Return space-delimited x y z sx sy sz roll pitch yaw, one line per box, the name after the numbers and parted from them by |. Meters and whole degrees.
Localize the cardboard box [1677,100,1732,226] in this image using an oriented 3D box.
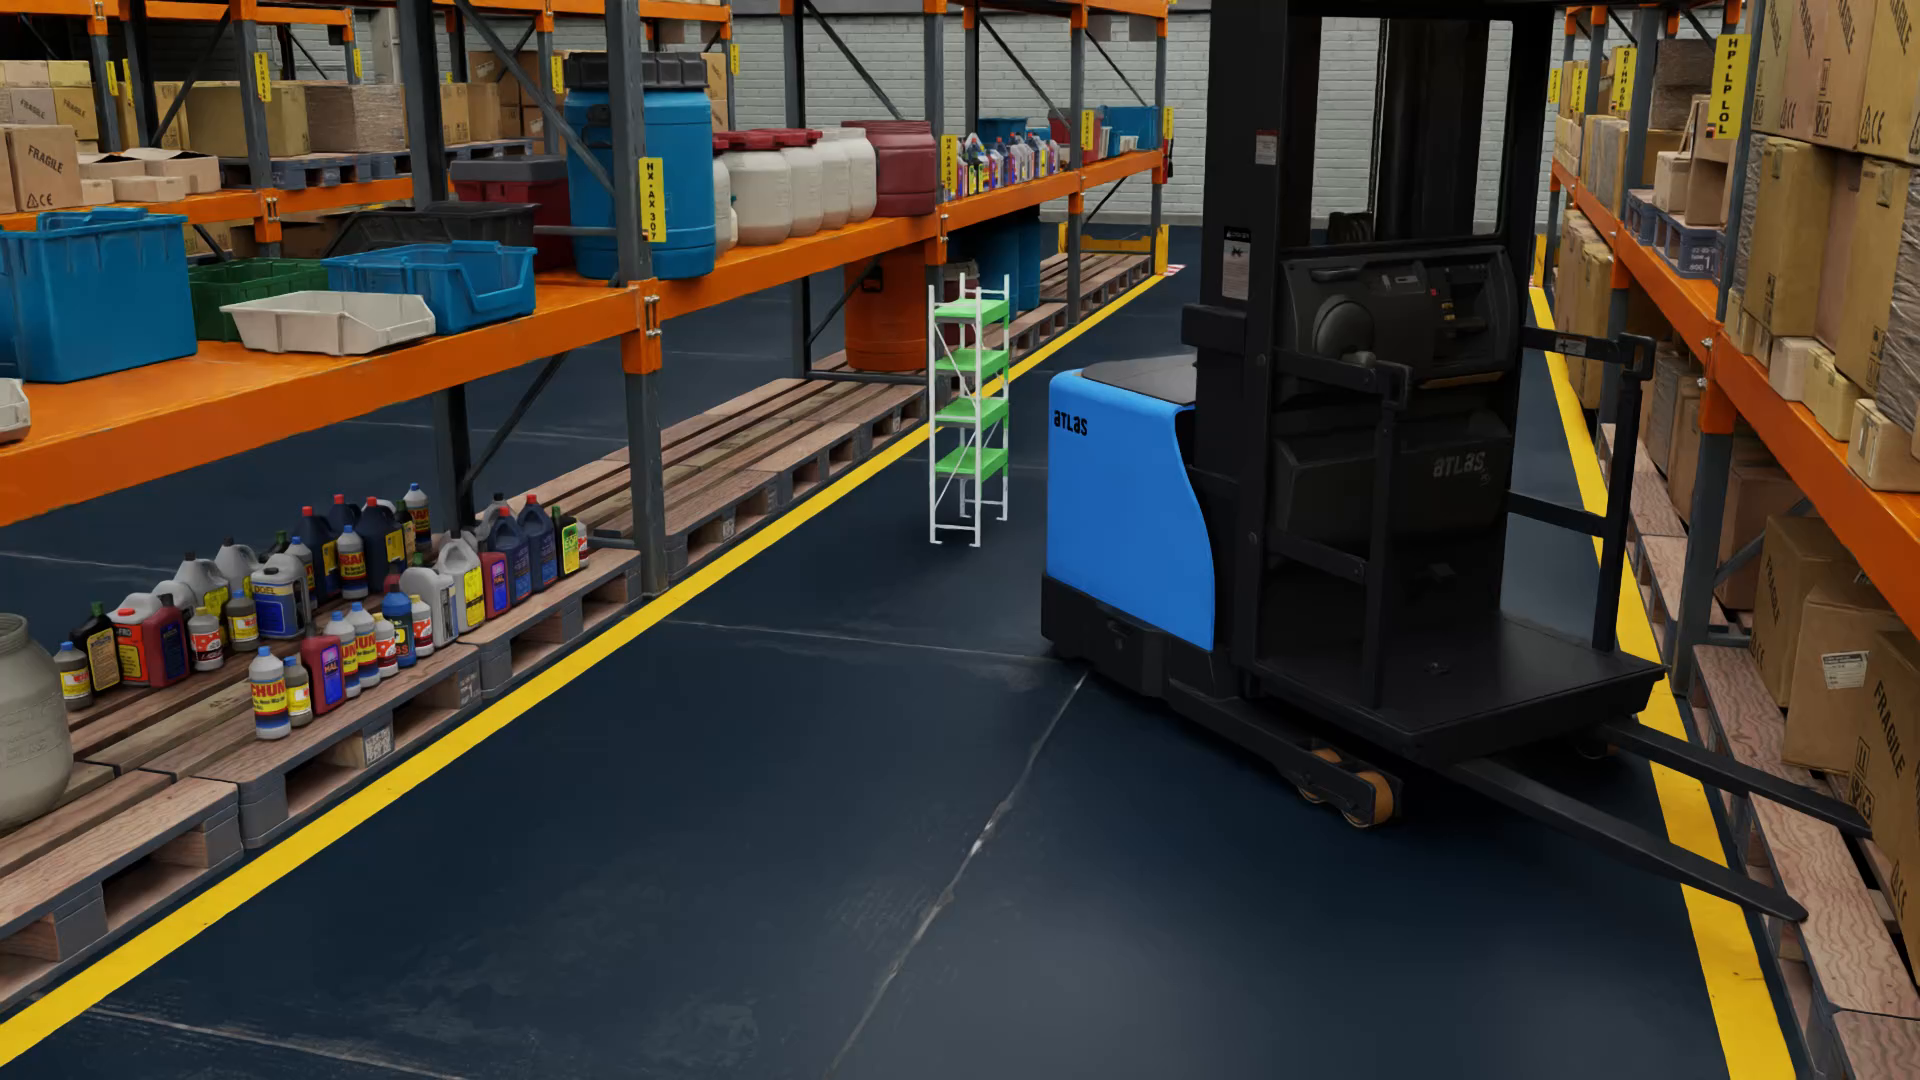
3.420 -1.577 6.935 0.797 0.503 0.637 6 17 22 | cardboard box

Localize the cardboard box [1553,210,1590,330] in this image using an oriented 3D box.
5.126 -1.969 12.398 1.225 0.875 0.875 5 16 16 | cardboard box

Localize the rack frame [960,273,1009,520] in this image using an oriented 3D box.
0.116 -0.684 8.043 0.240 1.200 0.015 5 16 16 | rack frame

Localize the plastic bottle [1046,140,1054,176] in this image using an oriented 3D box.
0.716 -3.094 13.454 0.061 0.283 0.133 5 16 16 | plastic bottle

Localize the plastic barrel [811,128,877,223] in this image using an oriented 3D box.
-0.684 -2.064 9.403 0.421 0.512 0.421 0 16 0 | plastic barrel

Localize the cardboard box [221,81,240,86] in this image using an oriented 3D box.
-8.378 -4.777 18.625 0.980 0.700 0.700 4 16 13 | cardboard box

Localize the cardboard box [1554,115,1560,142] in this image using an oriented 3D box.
6.030 -3.971 16.062 0.500 0.250 0.500 4 16 14 | cardboard box

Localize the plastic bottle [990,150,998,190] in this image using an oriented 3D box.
0.224 -2.652 11.919 0.097 0.271 0.097 0 16 0 | plastic bottle

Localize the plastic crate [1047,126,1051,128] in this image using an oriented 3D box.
1.104 -4.126 17.075 0.416 0.233 0.300 5 16 16 | plastic crate

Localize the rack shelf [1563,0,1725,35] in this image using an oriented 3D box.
5.857 -4.578 14.295 1.077 0.370 4.000 5 16 16 | rack shelf

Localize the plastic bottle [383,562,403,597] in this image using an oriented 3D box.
-1.938 0.206 5.779 0.061 0.283 0.133 5 16 16 | plastic bottle

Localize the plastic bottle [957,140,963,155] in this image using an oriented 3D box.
-0.061 -3.095 13.472 0.152 0.276 0.135 5 16 16 | plastic bottle

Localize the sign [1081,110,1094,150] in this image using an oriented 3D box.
1.067 -3.432 13.925 0.100 0.325 0.005 5 16 16 | sign

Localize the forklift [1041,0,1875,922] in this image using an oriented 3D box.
1.480 -0.711 4.965 1.130 2.935 3.031 -9 18 -29 | forklift

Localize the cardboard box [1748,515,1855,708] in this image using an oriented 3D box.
2.864 0.237 5.308 0.500 0.500 0.500 4 16 14 | cardboard box

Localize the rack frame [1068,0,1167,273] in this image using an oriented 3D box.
1.677 -4.389 17.805 1.000 3.000 0.127 5 16 16 | rack frame

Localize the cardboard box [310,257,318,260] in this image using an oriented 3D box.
-4.798 -1.924 12.891 0.500 0.500 0.500 4 16 14 | cardboard box

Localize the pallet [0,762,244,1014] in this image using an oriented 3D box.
-2.657 0.903 4.258 1.003 0.211 1.213 5 16 16 | pallet

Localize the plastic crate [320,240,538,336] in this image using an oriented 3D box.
-1.787 -0.867 5.662 0.499 0.251 0.616 5 16 16 | plastic crate

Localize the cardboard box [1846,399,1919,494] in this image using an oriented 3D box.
2.087 -0.189 3.459 0.380 0.149 0.250 5 16 16 | cardboard box

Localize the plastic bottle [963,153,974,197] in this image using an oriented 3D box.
0.050 -2.480 11.290 0.061 0.283 0.133 5 16 16 | plastic bottle

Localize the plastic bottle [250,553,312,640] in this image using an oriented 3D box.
-2.386 0.194 5.833 0.152 0.276 0.135 5 16 16 | plastic bottle

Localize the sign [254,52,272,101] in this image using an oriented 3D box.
-4.811 -3.196 11.477 0.100 0.325 0.005 5 16 16 | sign

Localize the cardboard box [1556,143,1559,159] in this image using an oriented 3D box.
5.865 -3.682 15.775 0.380 0.149 0.250 4 16 15 | cardboard box

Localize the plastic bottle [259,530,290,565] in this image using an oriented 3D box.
-2.501 0.114 6.101 0.061 0.283 0.133 5 17 18 | plastic bottle

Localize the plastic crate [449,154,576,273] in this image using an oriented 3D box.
-1.889 -1.430 7.258 0.402 0.464 0.583 5 16 16 | plastic crate

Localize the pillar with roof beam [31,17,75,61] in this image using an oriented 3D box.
-5.461 -6.913 15.711 9.100 9.000 0.400 5 16 16 | pillar with roof beam

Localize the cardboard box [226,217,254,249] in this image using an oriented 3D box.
-8.354 -3.563 18.705 0.700 0.500 0.500 5 17 17 | cardboard box

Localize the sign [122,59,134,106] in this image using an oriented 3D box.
-5.867 -3.239 11.776 0.100 0.325 0.005 5 16 16 | sign

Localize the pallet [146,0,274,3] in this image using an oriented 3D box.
-8.367 -6.042 18.300 1.003 0.211 1.213 5 16 16 | pallet

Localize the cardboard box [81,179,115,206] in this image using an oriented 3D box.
-5.653 -2.222 10.626 0.380 0.149 0.250 6 17 20 | cardboard box

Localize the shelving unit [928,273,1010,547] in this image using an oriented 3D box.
0.047 -0.621 7.818 0.258 1.200 0.503 5 16 16 | shelving unit

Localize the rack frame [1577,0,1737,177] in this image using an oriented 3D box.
5.289 -2.958 12.761 1.000 3.000 0.127 5 16 16 | rack frame

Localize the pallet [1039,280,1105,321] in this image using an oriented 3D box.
0.712 -2.196 15.185 1.003 0.211 1.213 5 16 16 | pallet

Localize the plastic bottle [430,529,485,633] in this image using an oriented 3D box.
-1.786 0.139 5.890 0.144 0.351 0.185 5 16 16 | plastic bottle

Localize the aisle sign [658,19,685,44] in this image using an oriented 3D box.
-3.333 -6.065 18.951 0.394 0.787 0.004 5 16 16 | aisle sign

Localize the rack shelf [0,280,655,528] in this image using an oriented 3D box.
-2.302 -0.380 4.990 1.077 0.370 4.000 5 16 16 | rack shelf

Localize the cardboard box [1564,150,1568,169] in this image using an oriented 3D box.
5.426 -3.279 14.352 0.380 0.149 0.250 4 16 15 | cardboard box

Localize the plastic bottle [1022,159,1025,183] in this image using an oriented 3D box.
0.446 -2.823 12.650 0.097 0.201 0.097 0 16 0 | plastic bottle

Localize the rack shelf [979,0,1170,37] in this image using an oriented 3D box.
1.109 -4.962 15.649 1.077 0.370 4.000 5 16 16 | rack shelf

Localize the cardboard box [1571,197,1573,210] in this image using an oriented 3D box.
6.062 -2.773 15.232 0.875 0.875 0.875 5 16 16 | cardboard box

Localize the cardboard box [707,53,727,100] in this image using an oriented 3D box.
-2.934 -5.165 18.527 0.500 0.500 0.500 4 16 15 | cardboard box

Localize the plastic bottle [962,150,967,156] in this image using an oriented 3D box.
0.064 -3.054 13.465 0.097 0.201 0.097 0 16 0 | plastic bottle

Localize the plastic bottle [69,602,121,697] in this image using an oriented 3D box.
-2.753 0.346 5.284 0.061 0.283 0.133 5 17 17 | plastic bottle

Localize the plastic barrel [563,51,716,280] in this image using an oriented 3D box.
-1.333 -1.568 6.941 0.600 0.901 0.708 5 16 16 | plastic barrel

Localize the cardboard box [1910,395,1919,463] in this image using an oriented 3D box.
2.089 -0.292 2.632 0.875 0.500 0.500 5 16 16 | cardboard box

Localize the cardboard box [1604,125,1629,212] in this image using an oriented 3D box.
4.202 -2.238 10.039 0.500 0.500 0.500 4 16 15 | cardboard box

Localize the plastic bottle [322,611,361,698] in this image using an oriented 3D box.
-1.958 0.358 5.262 0.097 0.271 0.097 0 16 0 | plastic bottle

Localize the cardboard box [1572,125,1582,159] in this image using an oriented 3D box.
5.163 -3.165 13.220 0.500 0.250 0.500 4 16 15 | cardboard box

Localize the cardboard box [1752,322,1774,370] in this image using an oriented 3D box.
2.538 -0.579 4.835 0.380 0.149 0.250 5 16 16 | cardboard box

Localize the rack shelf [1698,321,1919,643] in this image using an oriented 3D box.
2.447 0.004 3.636 1.077 0.370 4.000 5 16 16 | rack shelf

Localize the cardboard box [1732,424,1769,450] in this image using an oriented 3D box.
3.364 -0.156 6.658 0.700 0.500 0.500 5 16 16 | cardboard box

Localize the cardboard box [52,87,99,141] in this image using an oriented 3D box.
-8.848 -4.171 16.272 0.500 0.500 0.500 4 16 15 | cardboard box

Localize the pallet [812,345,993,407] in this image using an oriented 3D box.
-0.412 -1.164 11.545 1.003 0.211 1.213 5 16 16 | pallet

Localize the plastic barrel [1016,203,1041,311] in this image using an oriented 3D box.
0.369 -2.394 13.847 0.600 0.901 0.708 5 16 16 | plastic barrel

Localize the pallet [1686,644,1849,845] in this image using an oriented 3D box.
2.859 0.655 5.134 1.003 0.211 1.213 5 16 16 | pallet

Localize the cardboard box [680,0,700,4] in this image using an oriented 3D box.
-3.117 -5.860 17.770 0.500 0.250 0.500 5 16 16 | cardboard box

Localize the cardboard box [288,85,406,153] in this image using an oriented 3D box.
-4.831 -3.329 13.116 0.700 0.500 0.500 8 18 26 | cardboard box
